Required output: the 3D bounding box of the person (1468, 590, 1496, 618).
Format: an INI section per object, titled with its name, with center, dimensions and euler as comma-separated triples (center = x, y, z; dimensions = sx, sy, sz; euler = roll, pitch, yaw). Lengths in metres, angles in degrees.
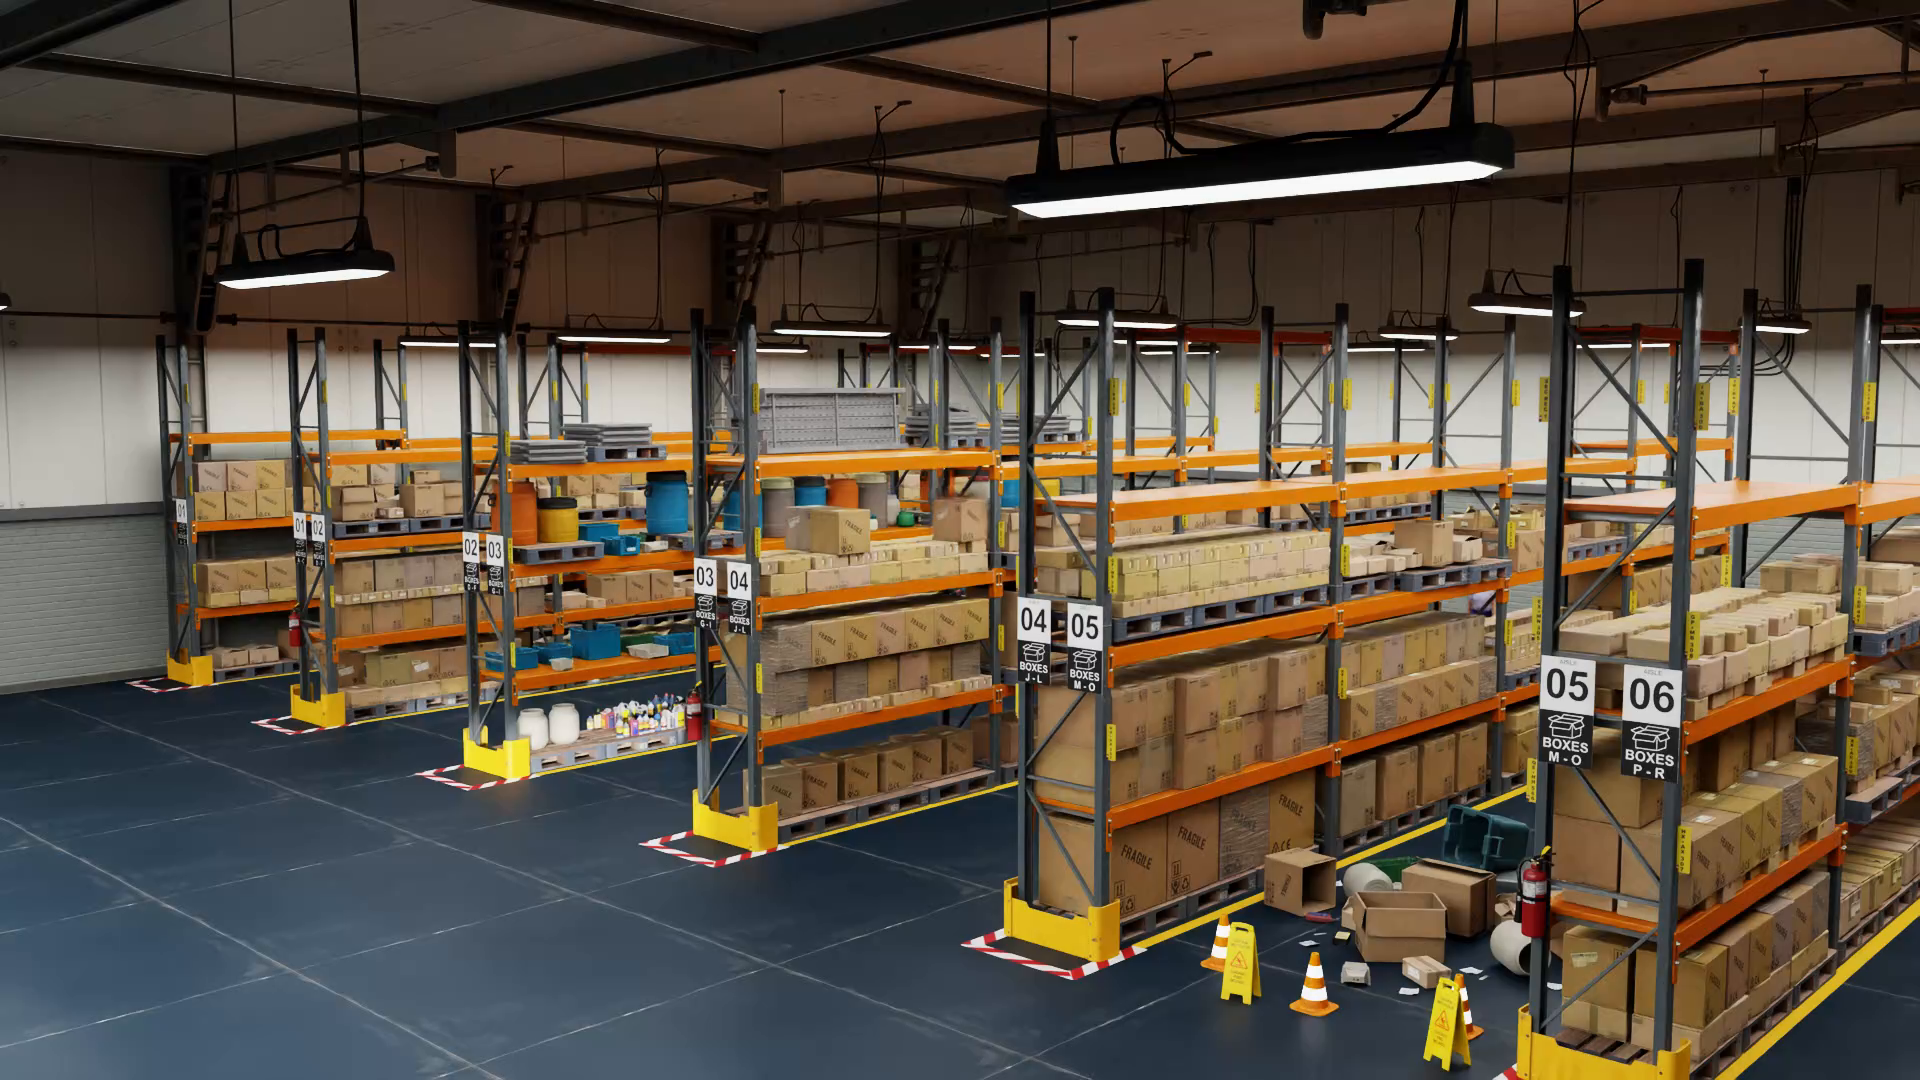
[person]
center = 9.794, 1.468, 31.186
dimensions = 0.480, 1.510, 1.013
euler = 0, 5, 2
